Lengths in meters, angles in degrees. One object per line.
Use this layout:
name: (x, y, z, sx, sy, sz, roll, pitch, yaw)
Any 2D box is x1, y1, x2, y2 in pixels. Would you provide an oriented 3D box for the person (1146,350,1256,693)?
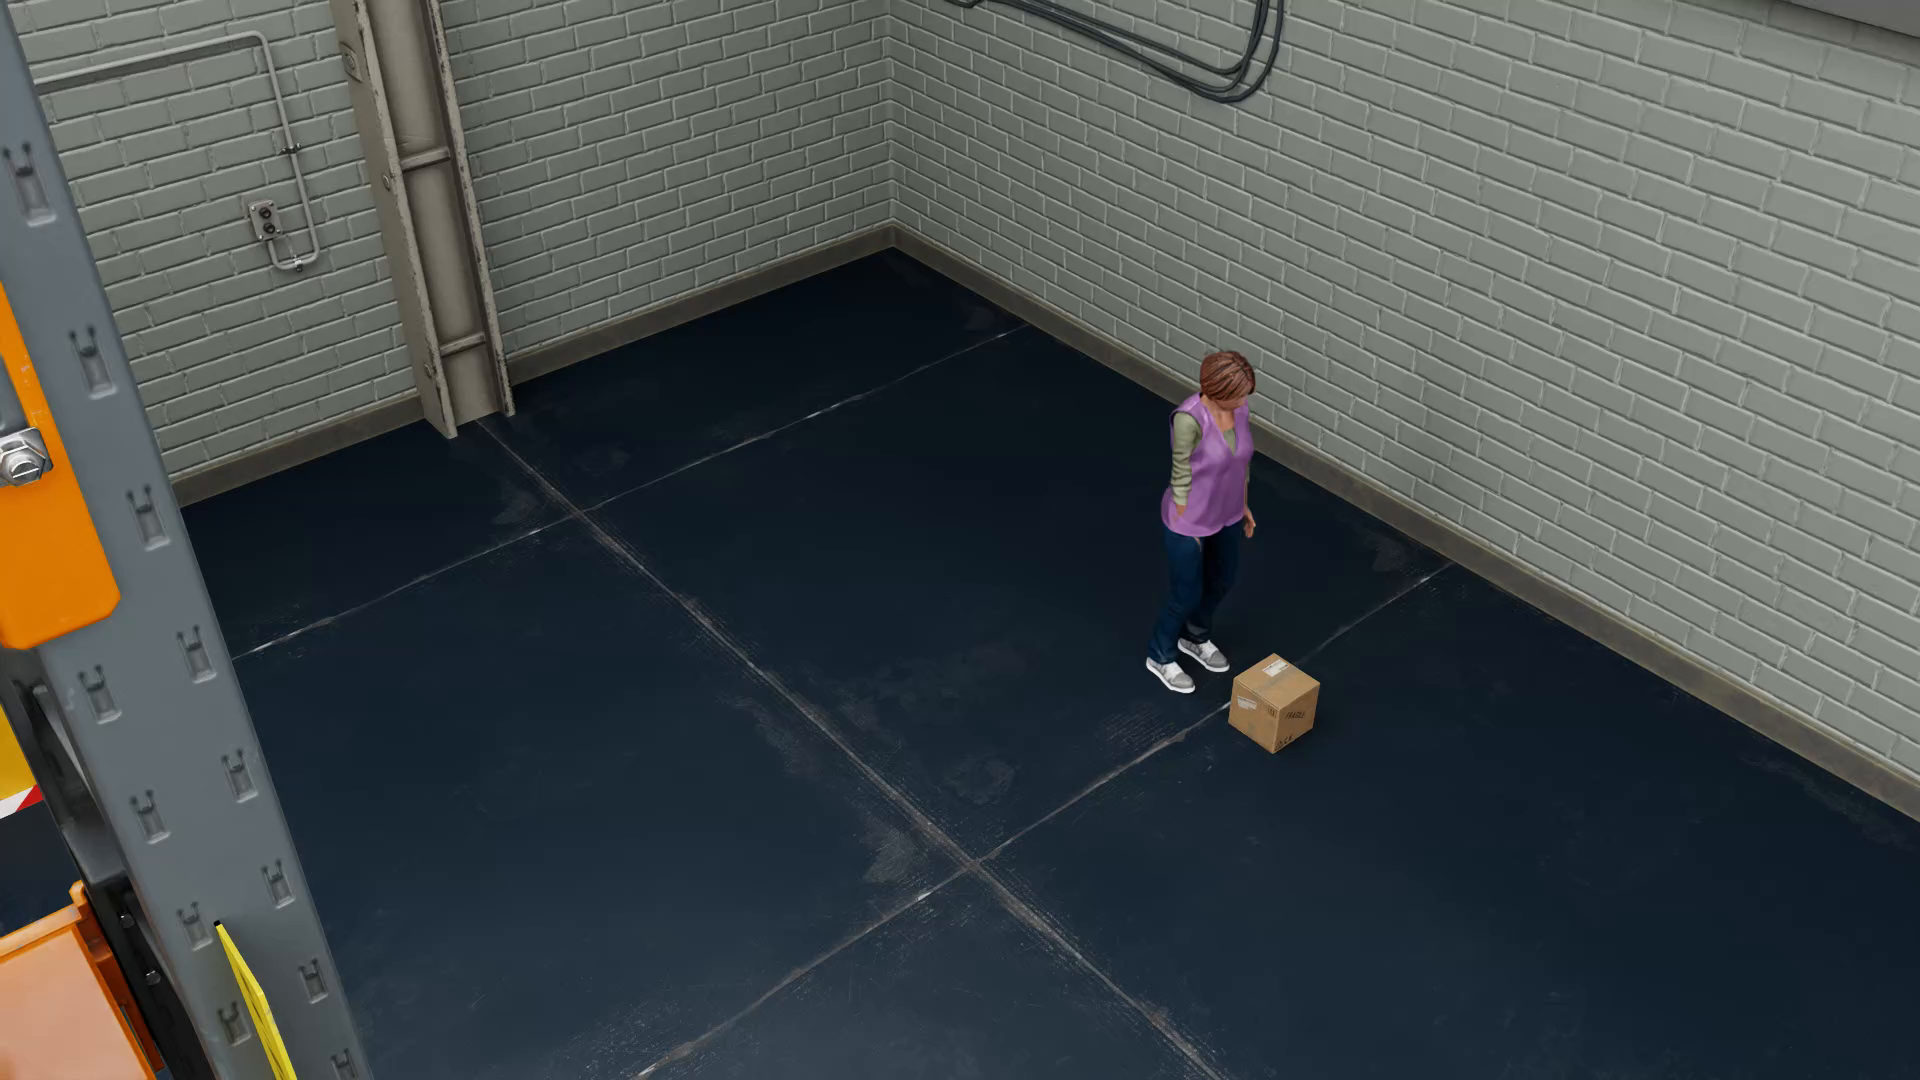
person: (1.003, -0.092, 6.795, 0.410, 1.591, 0.305, -26, 43, -30)
